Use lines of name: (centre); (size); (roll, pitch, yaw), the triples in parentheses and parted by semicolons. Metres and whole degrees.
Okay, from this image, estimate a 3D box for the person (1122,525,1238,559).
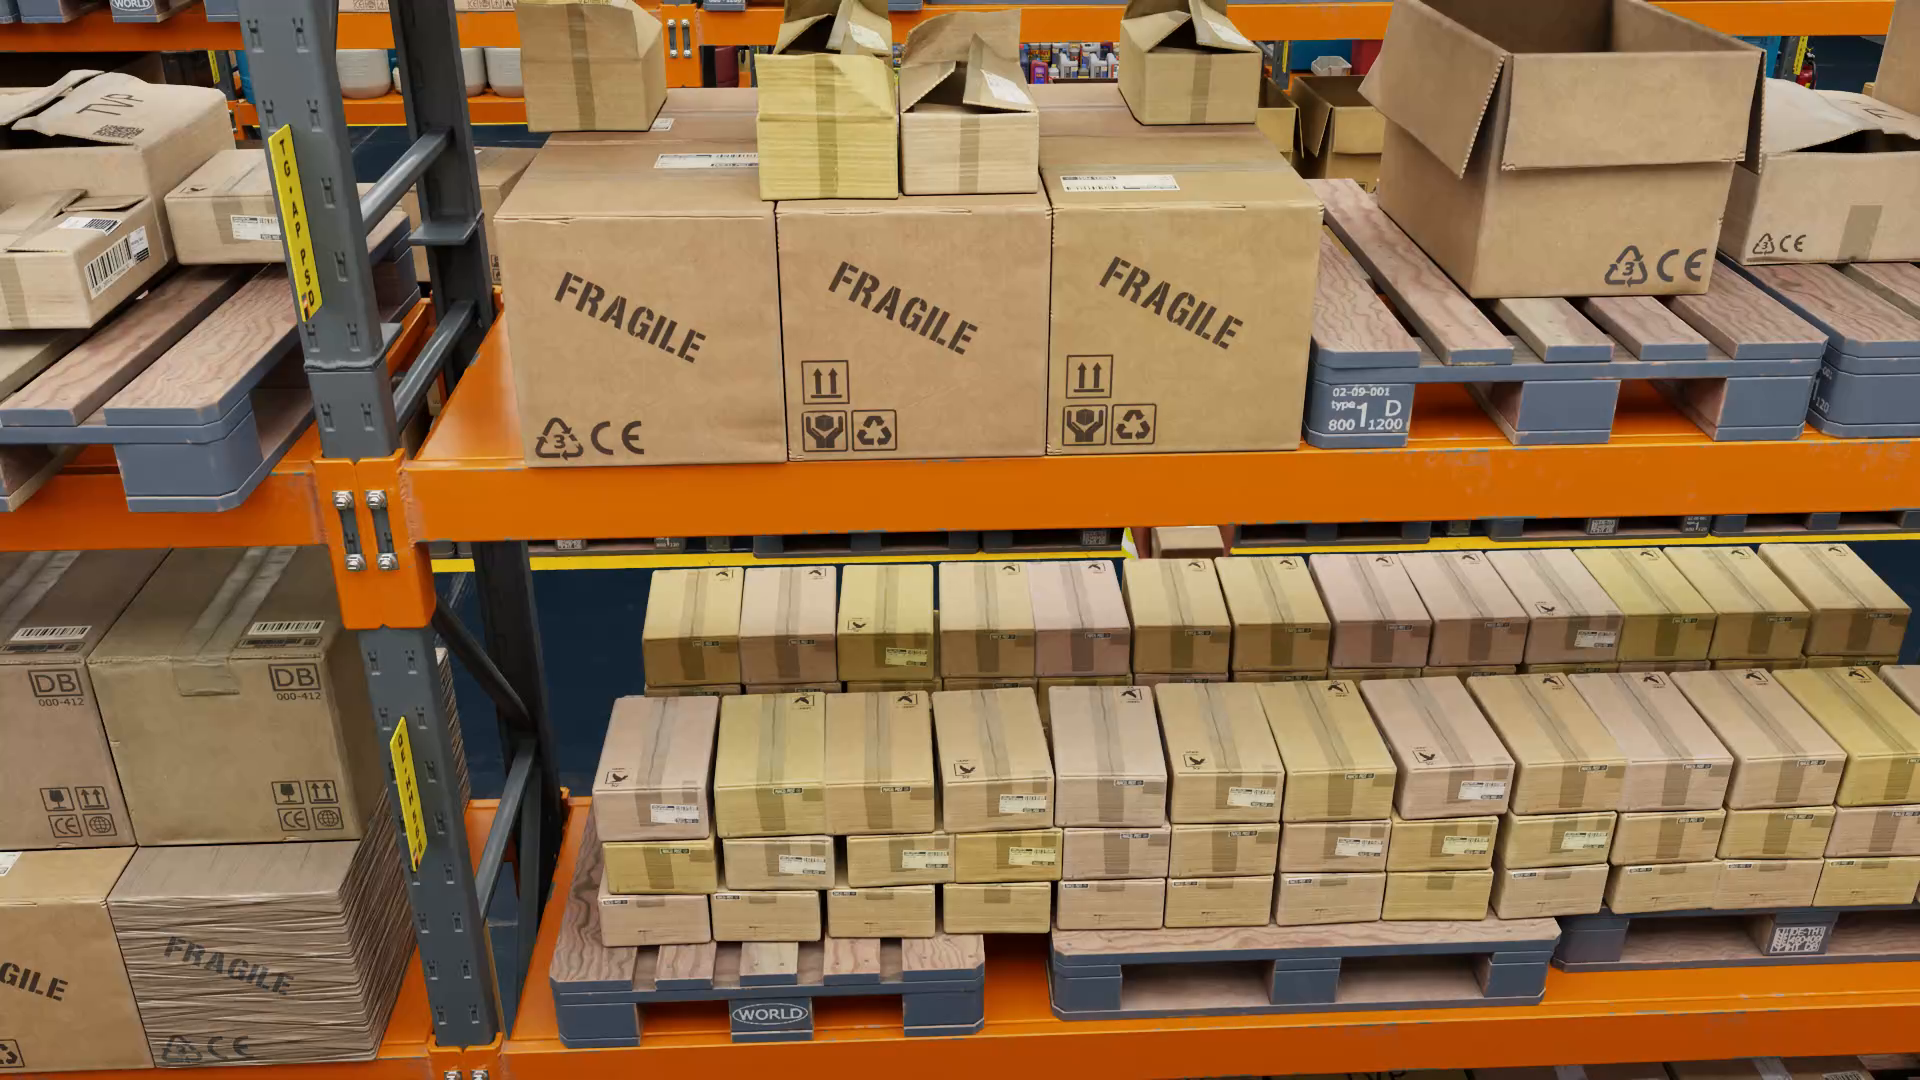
person: (0.908, 0.118, 6.872); (0.502, 1.761, 0.587); (-1, 27, -2)
